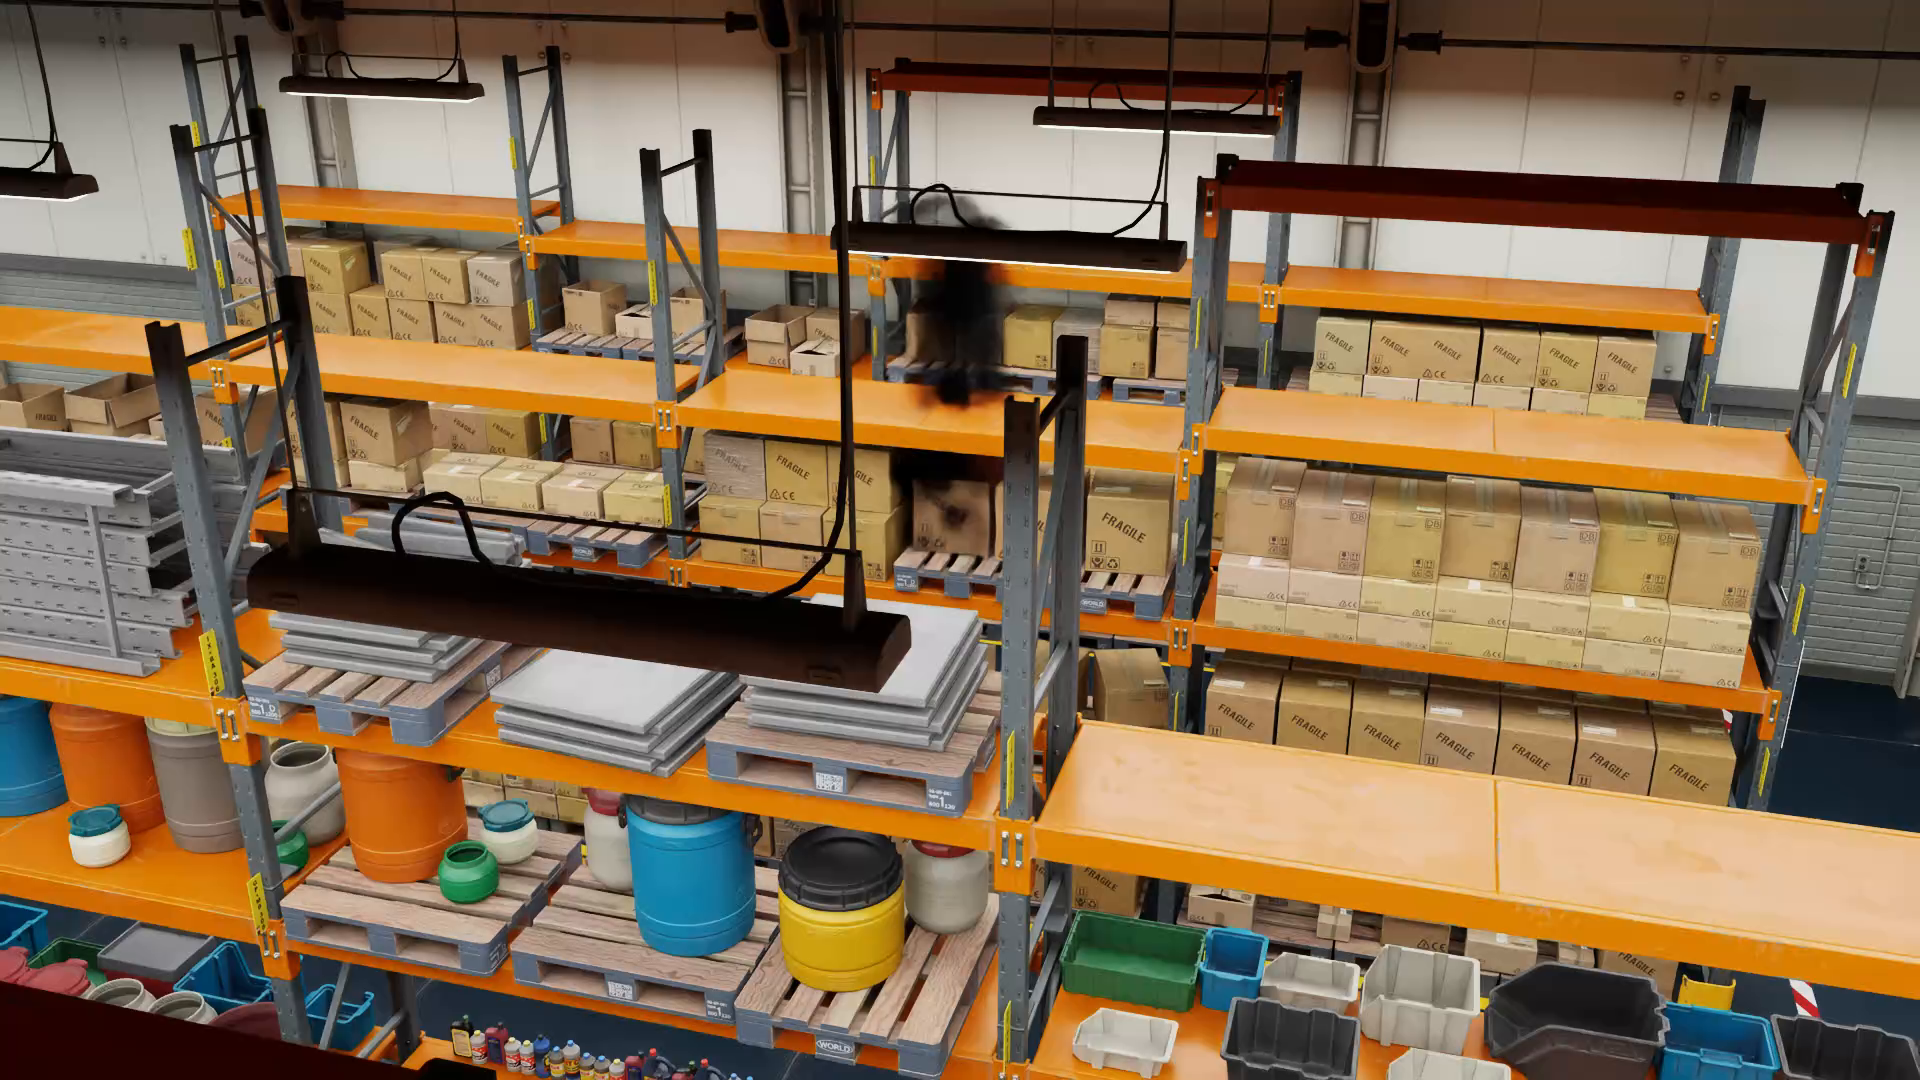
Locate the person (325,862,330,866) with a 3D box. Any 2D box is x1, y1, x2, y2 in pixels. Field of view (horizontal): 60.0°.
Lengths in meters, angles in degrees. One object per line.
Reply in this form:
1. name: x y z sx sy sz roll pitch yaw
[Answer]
1. person: -4.635 2.638 12.654 0.925 1.396 0.538 5 23 12
